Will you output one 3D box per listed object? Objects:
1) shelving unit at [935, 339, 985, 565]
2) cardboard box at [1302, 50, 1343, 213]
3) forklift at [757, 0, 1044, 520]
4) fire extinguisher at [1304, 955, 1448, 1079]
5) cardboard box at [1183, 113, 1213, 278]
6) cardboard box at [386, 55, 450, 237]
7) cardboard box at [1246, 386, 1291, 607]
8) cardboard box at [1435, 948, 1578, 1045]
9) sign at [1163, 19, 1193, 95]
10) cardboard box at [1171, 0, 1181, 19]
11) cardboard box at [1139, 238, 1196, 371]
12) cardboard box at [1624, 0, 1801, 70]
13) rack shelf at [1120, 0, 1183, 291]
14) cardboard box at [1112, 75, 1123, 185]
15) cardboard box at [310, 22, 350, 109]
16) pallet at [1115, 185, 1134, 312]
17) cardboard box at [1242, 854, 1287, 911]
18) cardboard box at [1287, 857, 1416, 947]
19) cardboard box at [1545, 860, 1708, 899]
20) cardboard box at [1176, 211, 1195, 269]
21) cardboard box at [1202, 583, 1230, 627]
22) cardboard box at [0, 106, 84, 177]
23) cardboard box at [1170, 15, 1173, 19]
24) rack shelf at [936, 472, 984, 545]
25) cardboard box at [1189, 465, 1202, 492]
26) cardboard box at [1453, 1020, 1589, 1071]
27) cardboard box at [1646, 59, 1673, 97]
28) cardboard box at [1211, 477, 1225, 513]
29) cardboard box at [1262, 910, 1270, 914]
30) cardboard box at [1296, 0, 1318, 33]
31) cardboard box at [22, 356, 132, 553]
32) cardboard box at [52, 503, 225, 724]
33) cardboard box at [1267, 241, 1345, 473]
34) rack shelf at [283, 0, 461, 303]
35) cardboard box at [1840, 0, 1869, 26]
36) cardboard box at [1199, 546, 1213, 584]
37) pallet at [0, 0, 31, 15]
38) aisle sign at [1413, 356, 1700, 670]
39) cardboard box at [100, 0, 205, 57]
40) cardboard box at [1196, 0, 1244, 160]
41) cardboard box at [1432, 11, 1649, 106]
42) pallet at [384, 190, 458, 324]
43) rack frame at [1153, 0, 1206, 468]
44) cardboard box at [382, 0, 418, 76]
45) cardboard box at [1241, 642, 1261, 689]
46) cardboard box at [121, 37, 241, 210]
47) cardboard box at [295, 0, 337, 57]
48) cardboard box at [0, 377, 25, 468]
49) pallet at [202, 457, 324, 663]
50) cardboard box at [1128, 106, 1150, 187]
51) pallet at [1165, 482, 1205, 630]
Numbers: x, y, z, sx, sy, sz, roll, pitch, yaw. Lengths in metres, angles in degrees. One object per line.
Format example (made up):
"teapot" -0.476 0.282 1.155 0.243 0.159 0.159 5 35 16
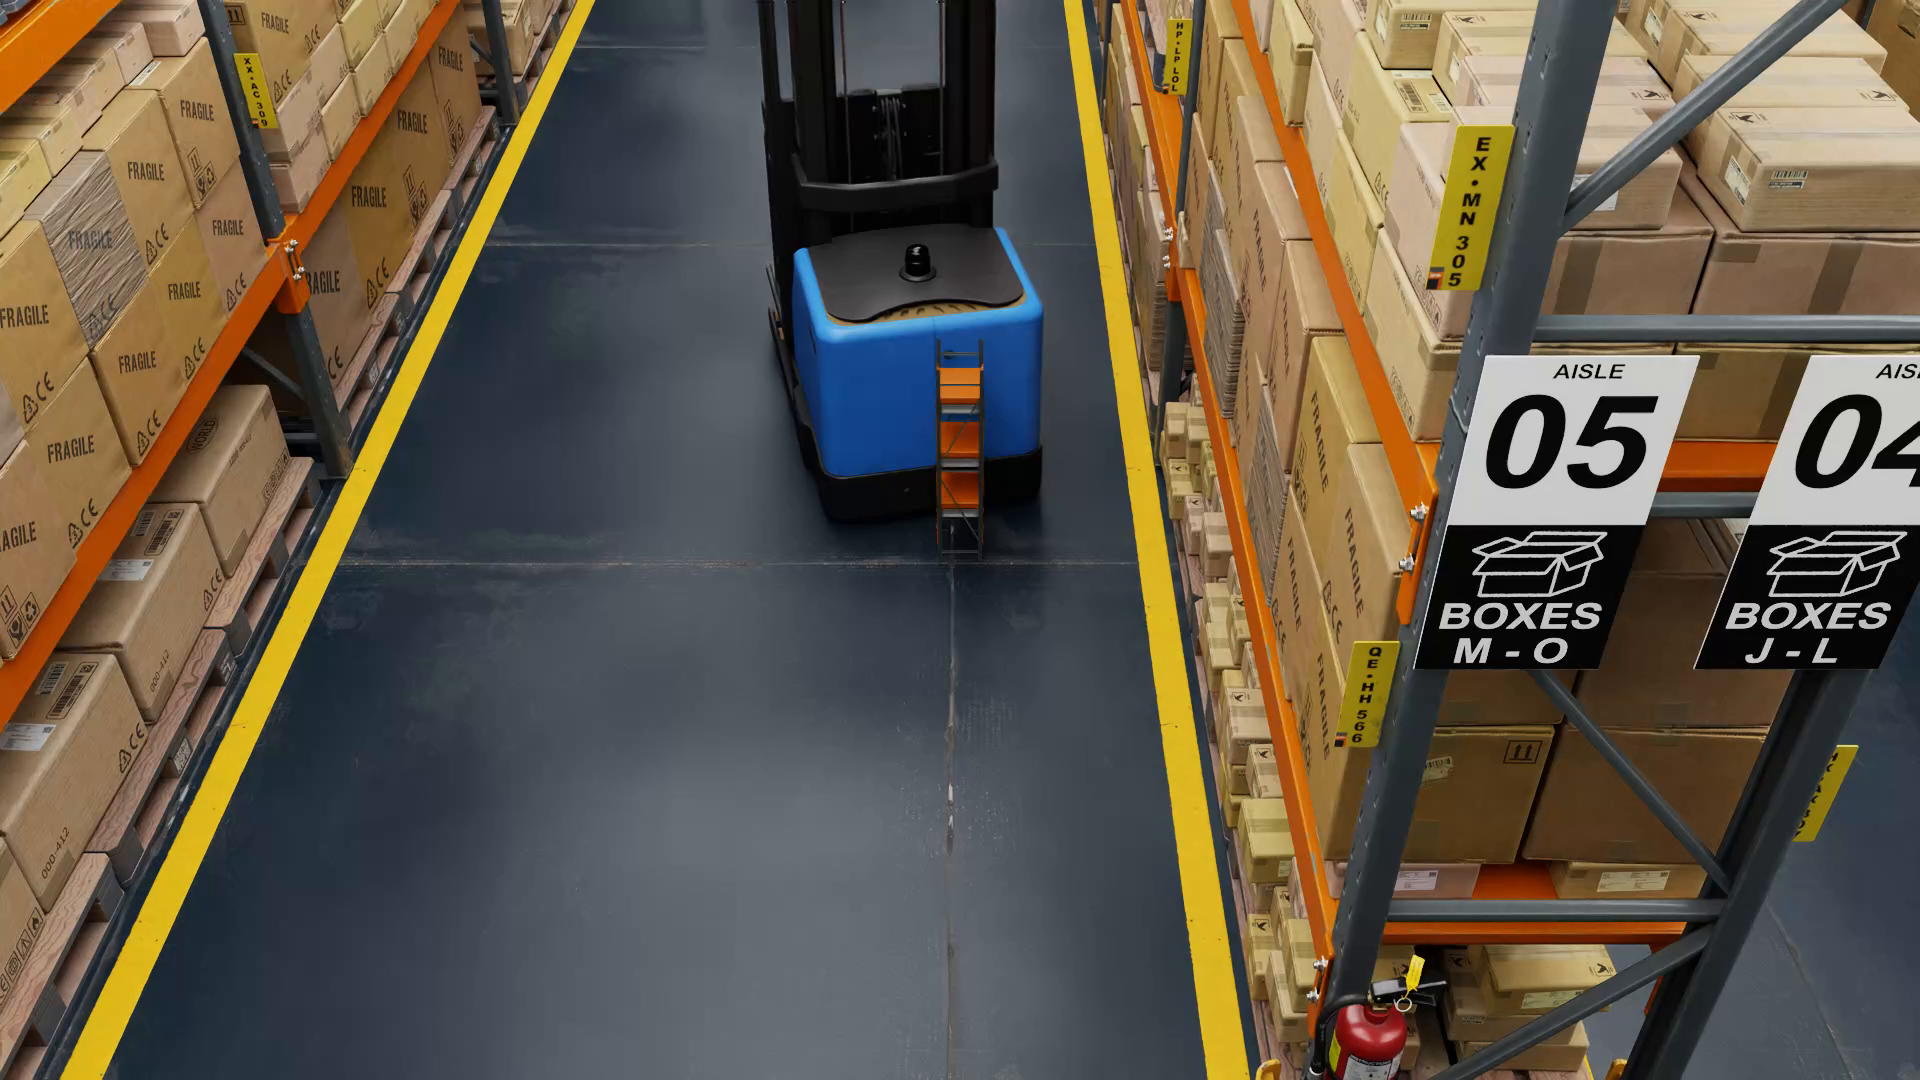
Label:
"shelving unit" 0.000 -0.376 7.380 0.215 1.050 0.252 0 39 0
"cardboard box" 1.207 -1.088 4.431 0.500 0.250 0.500 2 39 2
"forklift" -0.429 -2.164 8.106 1.130 2.935 3.031 -8 39 -10
"fire extinguisher" 1.006 1.271 4.126 0.296 0.674 0.183 0 39 0
"cardboard box" 1.211 -1.410 6.792 0.500 0.500 0.500 -1 39 -1
"cardboard box" -3.578 -2.344 9.639 0.875 0.875 0.875 0 39 1
"cardboard box" 1.204 -0.138 5.206 0.500 0.500 0.500 0 39 0
"cardboard box" 1.723 1.442 5.258 0.380 0.149 0.250 1 39 2
"sign" 0.907 -2.013 6.938 0.100 0.325 0.005 0 39 0
"cardboard box" 1.262 -2.649 8.284 0.380 0.149 0.250 -2 39 -2
"cardboard box" 1.210 -1.215 8.531 0.500 0.500 0.500 -1 39 -1
"cardboard box" 1.785 -1.209 3.863 0.380 0.149 0.250 0 39 1
"rack shelf" 1.460 -2.534 9.089 1.077 0.370 4.000 0 39 0
"cardboard box" 1.208 -2.497 10.131 0.500 0.500 0.500 0 39 0
"cardboard box" -3.235 -2.236 7.861 0.500 0.250 0.500 1 39 1
"pallet" 1.456 -1.728 9.737 1.003 0.211 1.213 0 39 0
"cardboard box" 1.179 1.115 5.666 0.380 0.149 0.250 -2 39 -2
"cardboard box" 1.270 1.165 5.365 0.380 0.149 0.250 1 39 1
"cardboard box" 1.794 0.832 4.514 0.380 0.149 0.250 0 39 0
"cardboard box" 1.136 -1.289 7.161 0.380 0.149 0.250 1 39 2
"cardboard box" 1.180 0.304 6.678 0.380 0.149 0.250 0 39 0
"cardboard box" -3.232 -1.352 5.640 0.380 0.149 0.250 0 39 0
"cardboard box" 1.259 -2.527 8.370 0.380 0.149 0.250 -2 39 -2
"rack shelf" 0.000 -0.151 7.560 0.215 0.259 0.240 0 39 0
"cardboard box" 1.233 -0.347 7.490 0.380 0.149 0.250 0 39 0
"cardboard box" 1.787 1.558 5.351 0.380 0.149 0.250 1 39 1
"cardboard box" 1.725 -0.971 3.885 0.500 0.250 0.500 0 39 -1
"cardboard box" 1.269 -0.139 6.993 0.380 0.149 0.250 -1 39 -1
"cardboard box" 1.242 1.231 5.760 0.380 0.149 0.250 0 39 0
"cardboard box" 1.223 -1.614 4.686 0.500 0.250 0.500 -2 39 -2
"cardboard box" -3.225 -0.283 5.625 0.500 0.500 0.500 1 39 1
"cardboard box" -3.592 0.291 6.701 0.875 0.438 0.875 -1 39 -1
"cardboard box" 1.208 -0.536 4.903 0.500 0.500 0.500 2 39 2
"rack shelf" -3.490 -2.468 9.006 1.077 0.370 4.000 0 39 0
"cardboard box" 6.397 -3.621 11.517 0.700 0.500 0.500 -2 39 -2
"cardboard box" 1.244 0.093 7.180 0.380 0.149 0.250 -1 39 -1
"pallet" -3.497 -2.122 5.671 1.003 0.211 1.213 0 39 0
"aisle sign" 1.167 -0.031 3.312 0.394 0.787 0.004 0 39 0
"cardboard box" -3.169 -1.988 6.433 0.380 0.149 0.250 -1 39 -1
"cardboard box" 1.219 -1.827 6.514 0.500 0.500 0.500 1 39 1
"cardboard box" 1.269 -1.048 3.662 0.380 0.149 0.250 -1 39 -1
"pallet" -3.568 -1.657 9.649 1.003 0.211 1.213 0 39 0
"rack frame" 1.462 -1.564 7.303 1.000 3.000 0.127 0 39 0
"cardboard box" -3.202 -2.671 8.804 0.500 0.250 0.500 -1 39 -1
"cardboard box" 1.261 0.509 6.185 0.380 0.149 0.250 -1 39 -2
"cardboard box" -3.211 -1.632 6.508 0.500 0.500 0.500 0 39 0
"cardboard box" -3.229 -2.520 7.617 0.500 0.500 0.500 0 39 0
"cardboard box" -3.215 -0.371 4.934 0.500 0.500 0.500 0 39 0
"pallet" -3.565 0.066 7.499 1.003 0.211 1.213 0 39 0
"cardboard box" 1.207 -2.163 9.114 0.500 0.250 0.500 -2 39 -2
"pallet" 1.499 -0.056 7.651 1.003 0.211 1.213 0 39 0
